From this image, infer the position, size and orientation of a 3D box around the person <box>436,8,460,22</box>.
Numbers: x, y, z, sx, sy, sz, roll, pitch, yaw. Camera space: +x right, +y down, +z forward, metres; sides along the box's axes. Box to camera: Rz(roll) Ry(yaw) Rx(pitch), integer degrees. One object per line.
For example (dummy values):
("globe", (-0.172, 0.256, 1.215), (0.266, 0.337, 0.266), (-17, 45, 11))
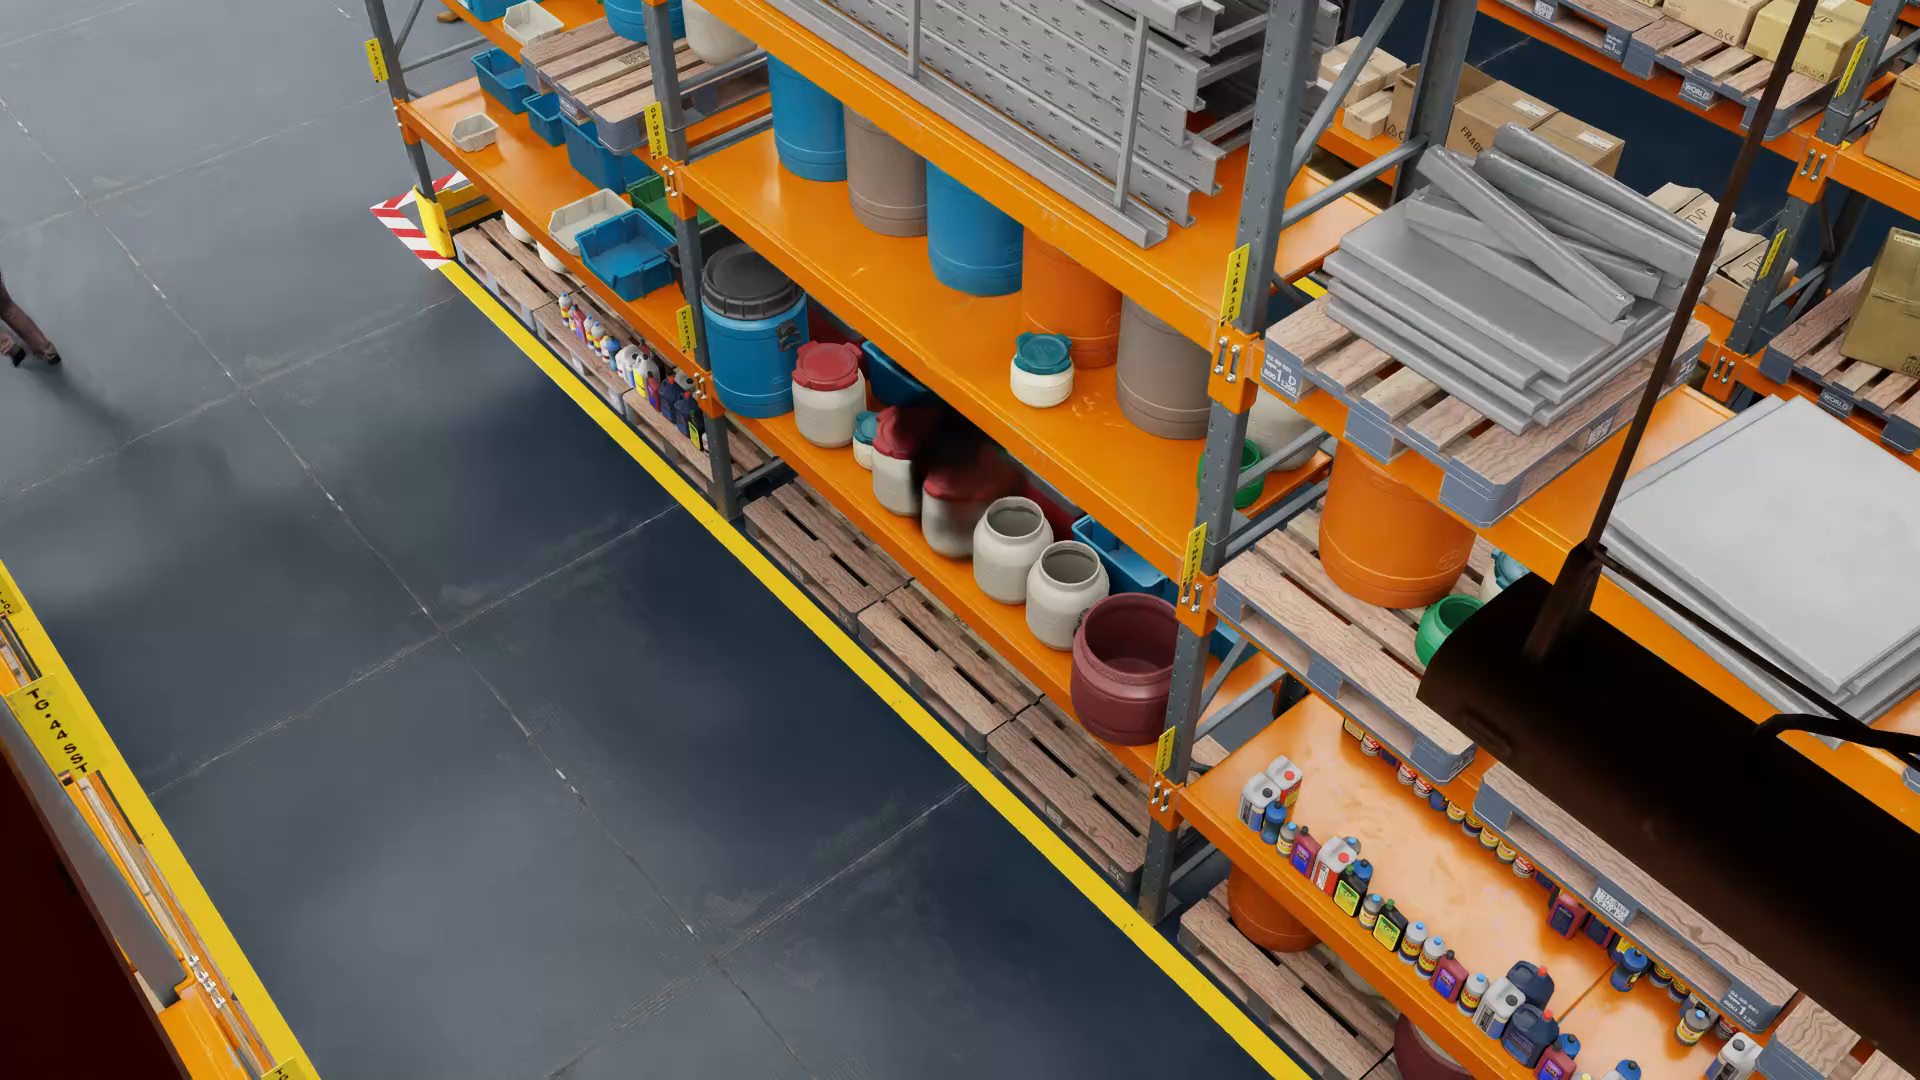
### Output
("person", (-4.822, -5.515, 15.030), (0.632, 1.733, 0.662), (-11, 47, -10))

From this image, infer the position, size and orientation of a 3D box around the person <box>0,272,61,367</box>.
("person", (-6.944, -1.792, 11.527), (0.577, 1.664, 0.715), (18, 49, 16))
